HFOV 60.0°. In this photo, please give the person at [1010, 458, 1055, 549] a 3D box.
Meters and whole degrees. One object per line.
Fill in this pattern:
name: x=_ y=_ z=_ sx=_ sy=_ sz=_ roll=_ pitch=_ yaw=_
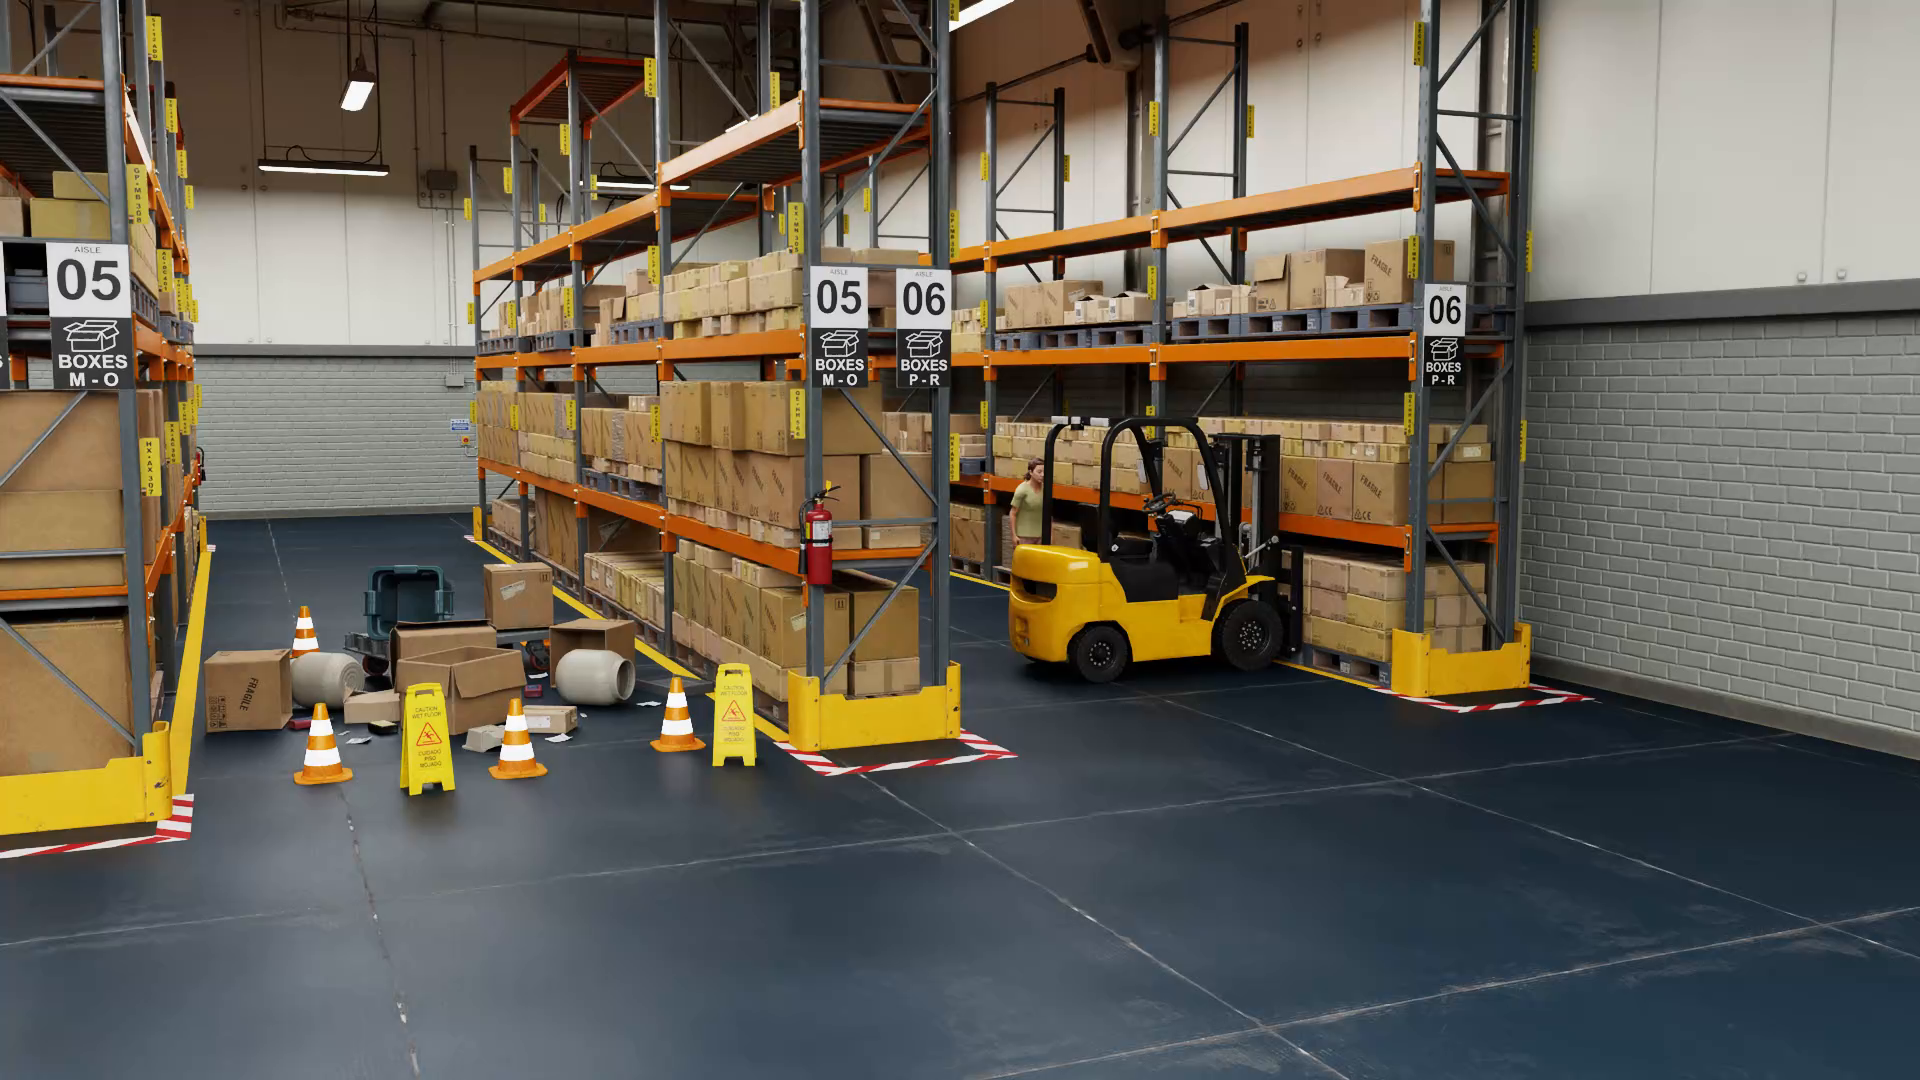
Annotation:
person: x=0.749 y=-0.010 z=17.074 sx=0.520 sy=1.673 sz=0.357 roll=-3 pitch=6 yaw=-27
